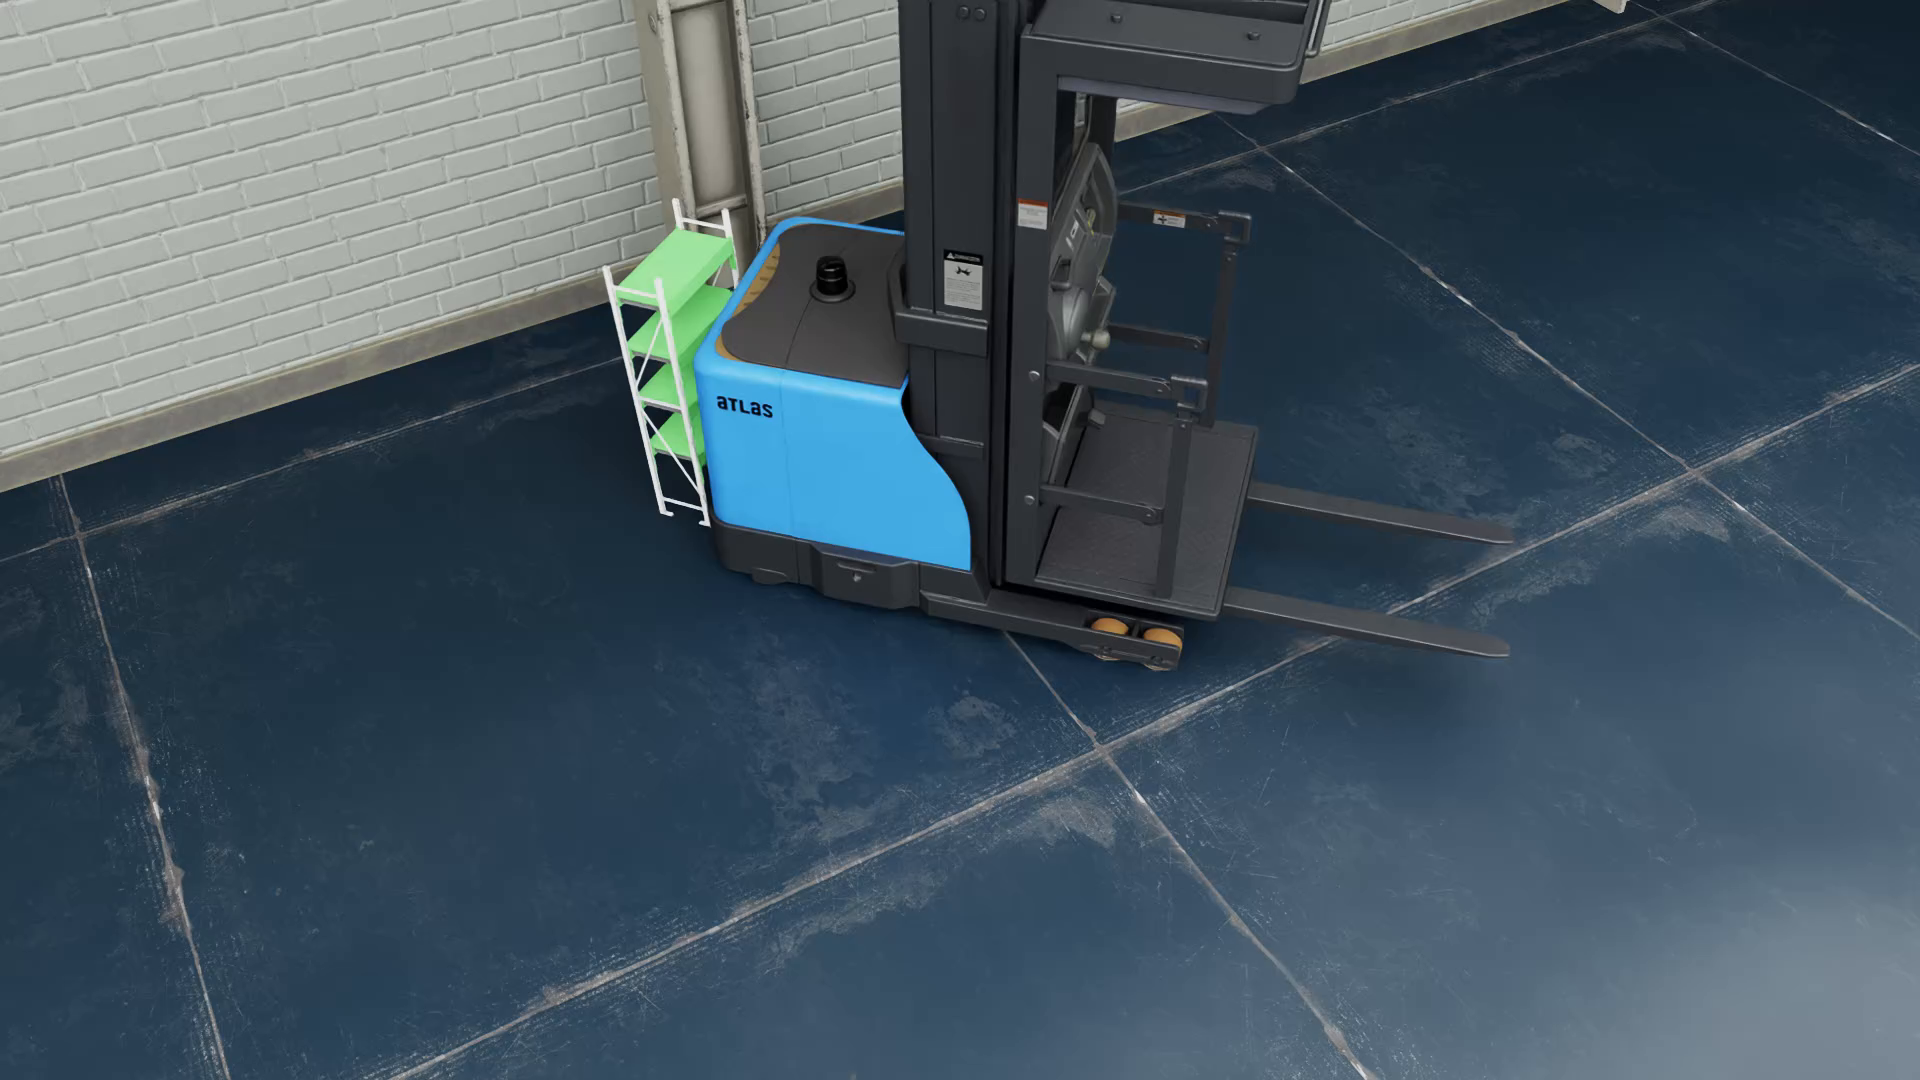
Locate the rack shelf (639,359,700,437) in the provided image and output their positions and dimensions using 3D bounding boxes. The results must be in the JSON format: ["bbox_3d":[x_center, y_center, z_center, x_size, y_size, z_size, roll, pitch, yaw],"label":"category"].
[{"bbox_3d":[-1.054,-0.635,6.624,0.258,0.148,0.480,15,46,19],"label":"rack shelf"}]

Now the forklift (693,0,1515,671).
[{"bbox_3d":[0.608,-0.974,5.649,3.031,2.935,1.130,11,45,11],"label":"forklift"}]

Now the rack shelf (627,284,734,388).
[{"bbox_3d":[-1.067,-0.811,6.461,0.258,0.148,0.480,15,46,19],"label":"rack shelf"}]

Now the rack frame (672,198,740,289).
[{"bbox_3d":[-0.959,-0.837,6.741,0.240,1.200,0.015,15,46,19],"label":"rack frame"}]

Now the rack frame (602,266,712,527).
[{"bbox_3d":[-1.157,-0.527,6.420,0.240,1.200,0.015,15,46,19],"label":"rack frame"}]

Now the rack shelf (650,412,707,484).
[{"bbox_3d":[-1.042,-0.459,6.786,0.258,0.148,0.480,15,46,19],"label":"rack shelf"}]

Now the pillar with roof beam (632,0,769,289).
[{"bbox_3d":[0.998,-1.881,2.227,0.400,9.000,9.100,-22,48,-21],"label":"pillar with roof beam"}]

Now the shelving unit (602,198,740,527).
[{"bbox_3d":[-1.058,-0.682,6.580,0.258,1.200,0.503,15,46,19],"label":"shelving unit"}]

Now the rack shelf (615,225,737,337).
[{"bbox_3d":[-1.080,-0.987,6.298,0.258,0.148,0.480,15,46,19],"label":"rack shelf"}]
